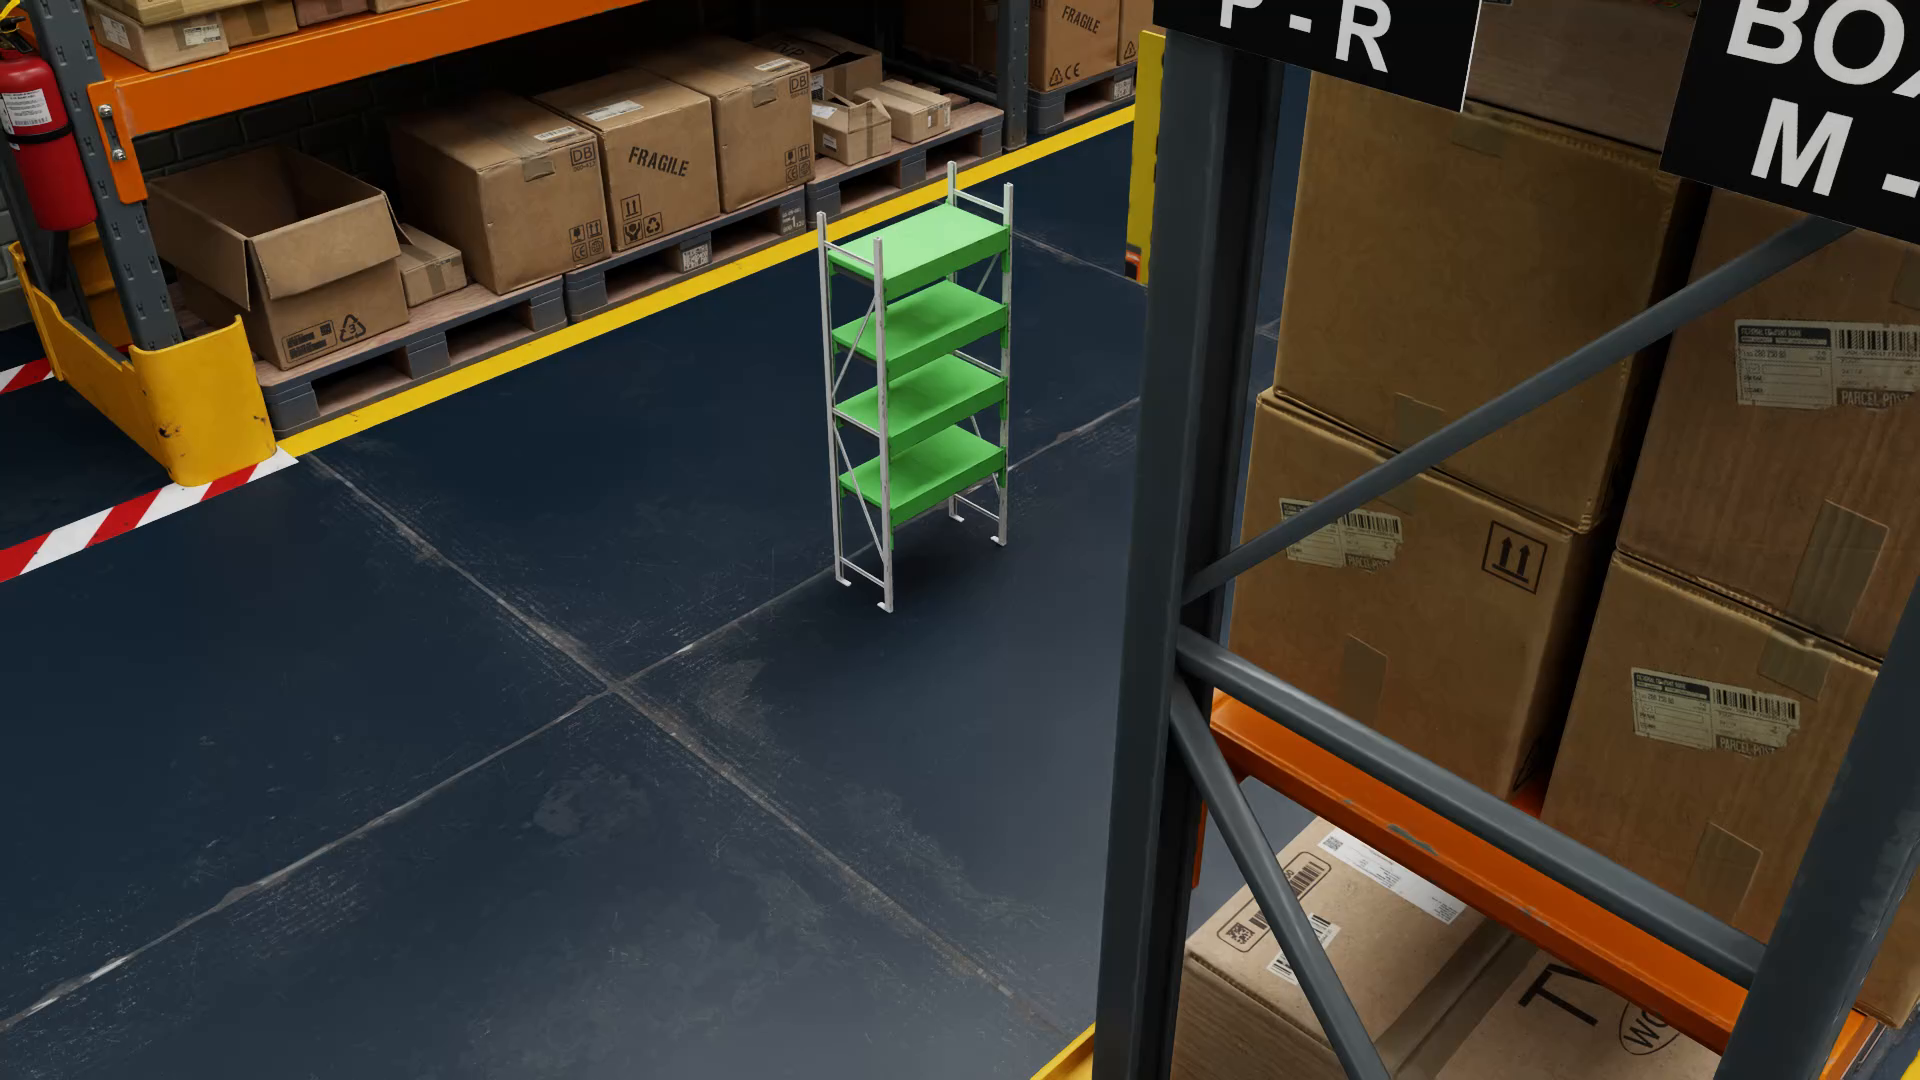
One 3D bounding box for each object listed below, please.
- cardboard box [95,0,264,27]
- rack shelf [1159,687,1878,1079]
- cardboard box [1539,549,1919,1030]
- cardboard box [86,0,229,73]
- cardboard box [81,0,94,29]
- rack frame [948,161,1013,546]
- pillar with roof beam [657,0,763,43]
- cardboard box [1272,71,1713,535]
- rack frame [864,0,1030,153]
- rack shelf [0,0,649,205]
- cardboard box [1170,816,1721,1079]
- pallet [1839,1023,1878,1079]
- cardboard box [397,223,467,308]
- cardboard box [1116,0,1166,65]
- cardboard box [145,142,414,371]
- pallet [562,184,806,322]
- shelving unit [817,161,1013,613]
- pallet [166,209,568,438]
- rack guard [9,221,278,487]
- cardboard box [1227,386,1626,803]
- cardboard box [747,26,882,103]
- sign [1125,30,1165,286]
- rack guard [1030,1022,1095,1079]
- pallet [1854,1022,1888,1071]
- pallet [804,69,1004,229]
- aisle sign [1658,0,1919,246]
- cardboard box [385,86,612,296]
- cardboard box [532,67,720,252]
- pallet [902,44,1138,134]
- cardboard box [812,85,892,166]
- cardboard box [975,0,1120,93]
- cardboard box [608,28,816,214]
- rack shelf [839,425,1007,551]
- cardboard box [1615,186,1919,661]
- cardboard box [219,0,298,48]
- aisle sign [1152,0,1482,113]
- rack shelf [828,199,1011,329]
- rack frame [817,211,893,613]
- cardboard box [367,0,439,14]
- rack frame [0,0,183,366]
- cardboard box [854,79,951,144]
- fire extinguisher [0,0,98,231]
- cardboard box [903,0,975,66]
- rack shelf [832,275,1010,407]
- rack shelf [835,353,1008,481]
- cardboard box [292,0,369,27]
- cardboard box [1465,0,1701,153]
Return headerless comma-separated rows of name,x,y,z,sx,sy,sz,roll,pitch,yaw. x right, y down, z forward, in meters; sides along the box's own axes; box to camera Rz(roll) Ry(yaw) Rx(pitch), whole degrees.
cardboard box,-2.385,-1.800,5.080,0.500,0.250,0.500,-30,45,-35
rack shelf,2.038,-0.182,3.517,1.077,0.370,4.000,30,45,35
cardboard box,1.171,0.215,2.232,0.500,0.500,0.500,29,44,35
cardboard box,-2.470,-1.584,5.119,0.380,0.149,0.250,29,44,35
cardboard box,-2.853,-1.804,5.434,0.380,0.149,0.250,29,44,35
rack frame,0.055,-0.524,4.952,0.240,1.200,0.015,30,45,35
pillar with roof beam,1.847,-4.094,3.254,9.100,9.000,0.400,30,45,35
cardboard box,0.800,-0.408,2.251,0.500,0.500,0.500,-28,44,-34
rack frame,-0.078,-3.288,7.342,1.000,3.000,0.127,30,45,35
rack shelf,-1.487,-2.181,6.384,1.077,0.370,4.000,30,45,35
cardboard box,1.023,0.905,3.202,0.875,0.438,0.875,28,44,34
pallet,1.137,1.123,3.456,1.003,0.211,1.213,30,45,35
cardboard box,-2.071,-1.034,6.235,0.380,0.149,0.250,28,43,34
cardboard box,0.791,-2.761,8.404,0.500,0.500,0.500,29,44,35
cardboard box,-2.398,-1.023,5.909,0.797,0.503,0.637,28,43,34
pallet,-1.422,-1.368,7.027,1.003,0.211,1.213,30,45,35
shelving unit,-0.117,-0.425,4.810,0.258,1.200,0.503,30,45,35
pallet,-2.282,-0.875,6.321,1.003,0.211,1.213,30,45,35
rack guard,-2.843,-0.670,5.773,1.175,0.500,0.348,30,45,35
cardboard box,0.781,-0.009,2.553,0.500,0.500,0.500,-30,45,-35
cardboard box,-0.711,-2.184,7.743,0.500,0.311,0.500,-28,44,-34
sign,0.254,-0.462,2.070,0.100,0.325,0.005,30,45,35
rack guard,0.612,1.370,2.849,1.175,0.500,0.348,30,45,35
pallet,1.996,0.630,4.163,1.003,0.211,1.213,30,45,35
pallet,-0.562,-1.866,7.741,1.003,0.211,1.213,30,45,35
aisle sign,0.784,-0.585,1.194,0.394,0.787,0.004,30,45,35
cardboard box,-1.768,-1.352,6.385,0.500,0.500,0.700,-28,44,-34
cardboard box,-1.325,-1.527,6.635,0.500,0.500,0.500,-29,44,-35
pallet,0.468,-2.489,8.635,1.003,0.211,1.213,30,45,35
cardboard box,-0.513,-1.849,7.302,0.258,0.266,0.396,-28,44,-34
cardboard box,0.423,-2.541,8.089,0.500,0.500,0.500,-28,43,-34
cardboard box,-1.037,-1.774,6.989,0.700,0.500,0.500,28,43,34
rack shelf,-0.117,-0.176,4.984,0.258,0.148,0.480,30,45,35
cardboard box,1.169,-0.196,1.948,0.500,0.500,0.500,28,44,34
cardboard box,-2.323,-1.706,5.293,0.250,0.149,0.380,-29,44,-35
aisle sign,0.358,-0.827,1.541,0.394,0.787,0.004,30,45,35
rack shelf,-0.117,-0.766,4.572,0.258,0.148,0.480,30,45,35
rack frame,-0.289,-0.326,4.668,0.240,1.200,0.015,30,45,35
cardboard box,-1.941,-1.904,5.578,0.250,0.149,0.380,-28,44,-34
rack frame,-2.896,-1.664,5.014,1.000,3.000,0.127,30,45,35
cardboard box,-0.262,-1.946,7.544,0.380,0.149,0.250,28,44,34
fire extinguisher,-2.672,-1.233,4.790,0.296,0.674,0.183,30,45,35
cardboard box,0.058,-2.753,8.394,0.500,0.500,0.500,29,44,35
rack shelf,-0.117,-0.569,4.710,0.258,0.148,0.480,30,45,35
rack shelf,-0.117,-0.373,4.847,0.258,0.148,0.480,30,45,35
cardboard box,-2.163,-1.827,5.466,0.380,0.149,0.250,29,44,35
cardboard box,0.740,-0.609,1.972,0.250,0.149,0.380,-29,44,-35
